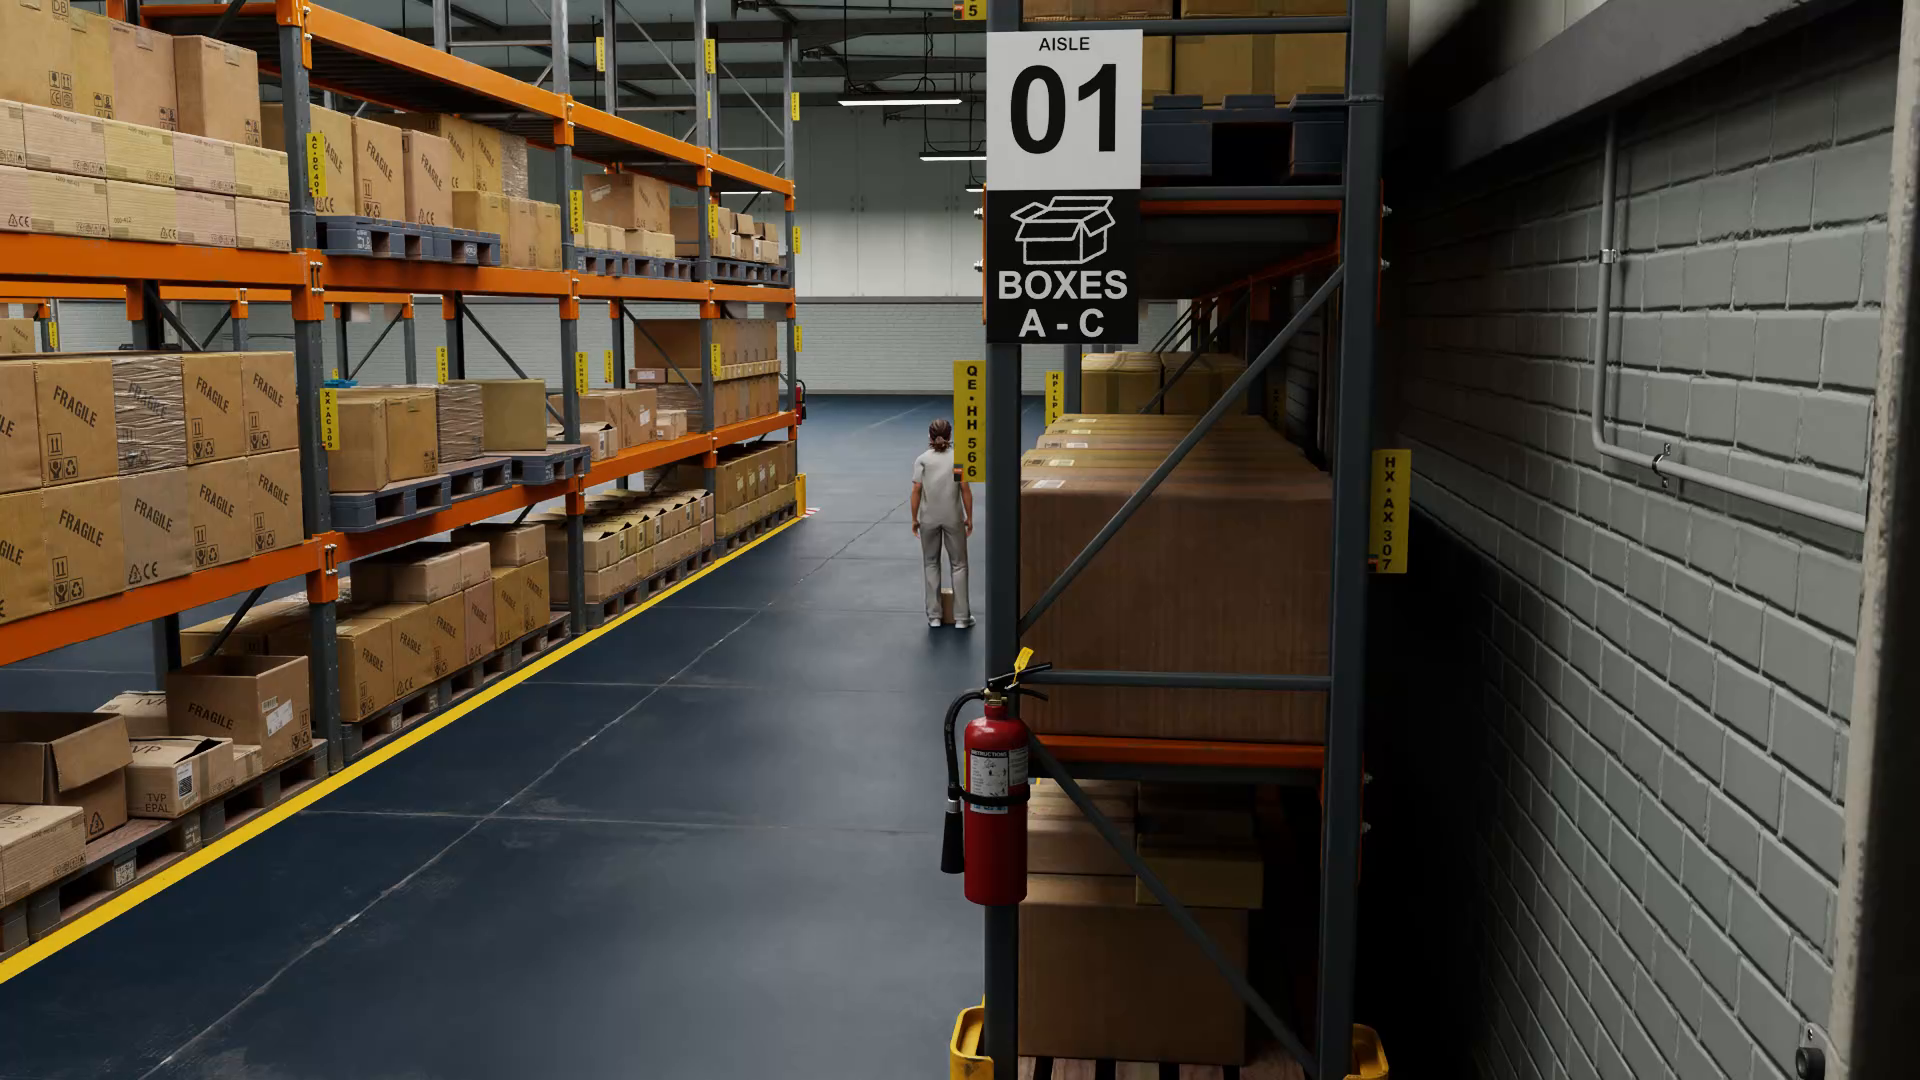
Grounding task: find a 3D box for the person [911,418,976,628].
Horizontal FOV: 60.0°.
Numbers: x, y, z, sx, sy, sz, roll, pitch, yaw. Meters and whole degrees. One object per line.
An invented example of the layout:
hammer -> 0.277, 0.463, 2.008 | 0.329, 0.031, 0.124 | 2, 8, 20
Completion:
person -> -0.134, -0.135, 13.322 | 0.513, 1.669, 0.408 | 0, 8, 3
